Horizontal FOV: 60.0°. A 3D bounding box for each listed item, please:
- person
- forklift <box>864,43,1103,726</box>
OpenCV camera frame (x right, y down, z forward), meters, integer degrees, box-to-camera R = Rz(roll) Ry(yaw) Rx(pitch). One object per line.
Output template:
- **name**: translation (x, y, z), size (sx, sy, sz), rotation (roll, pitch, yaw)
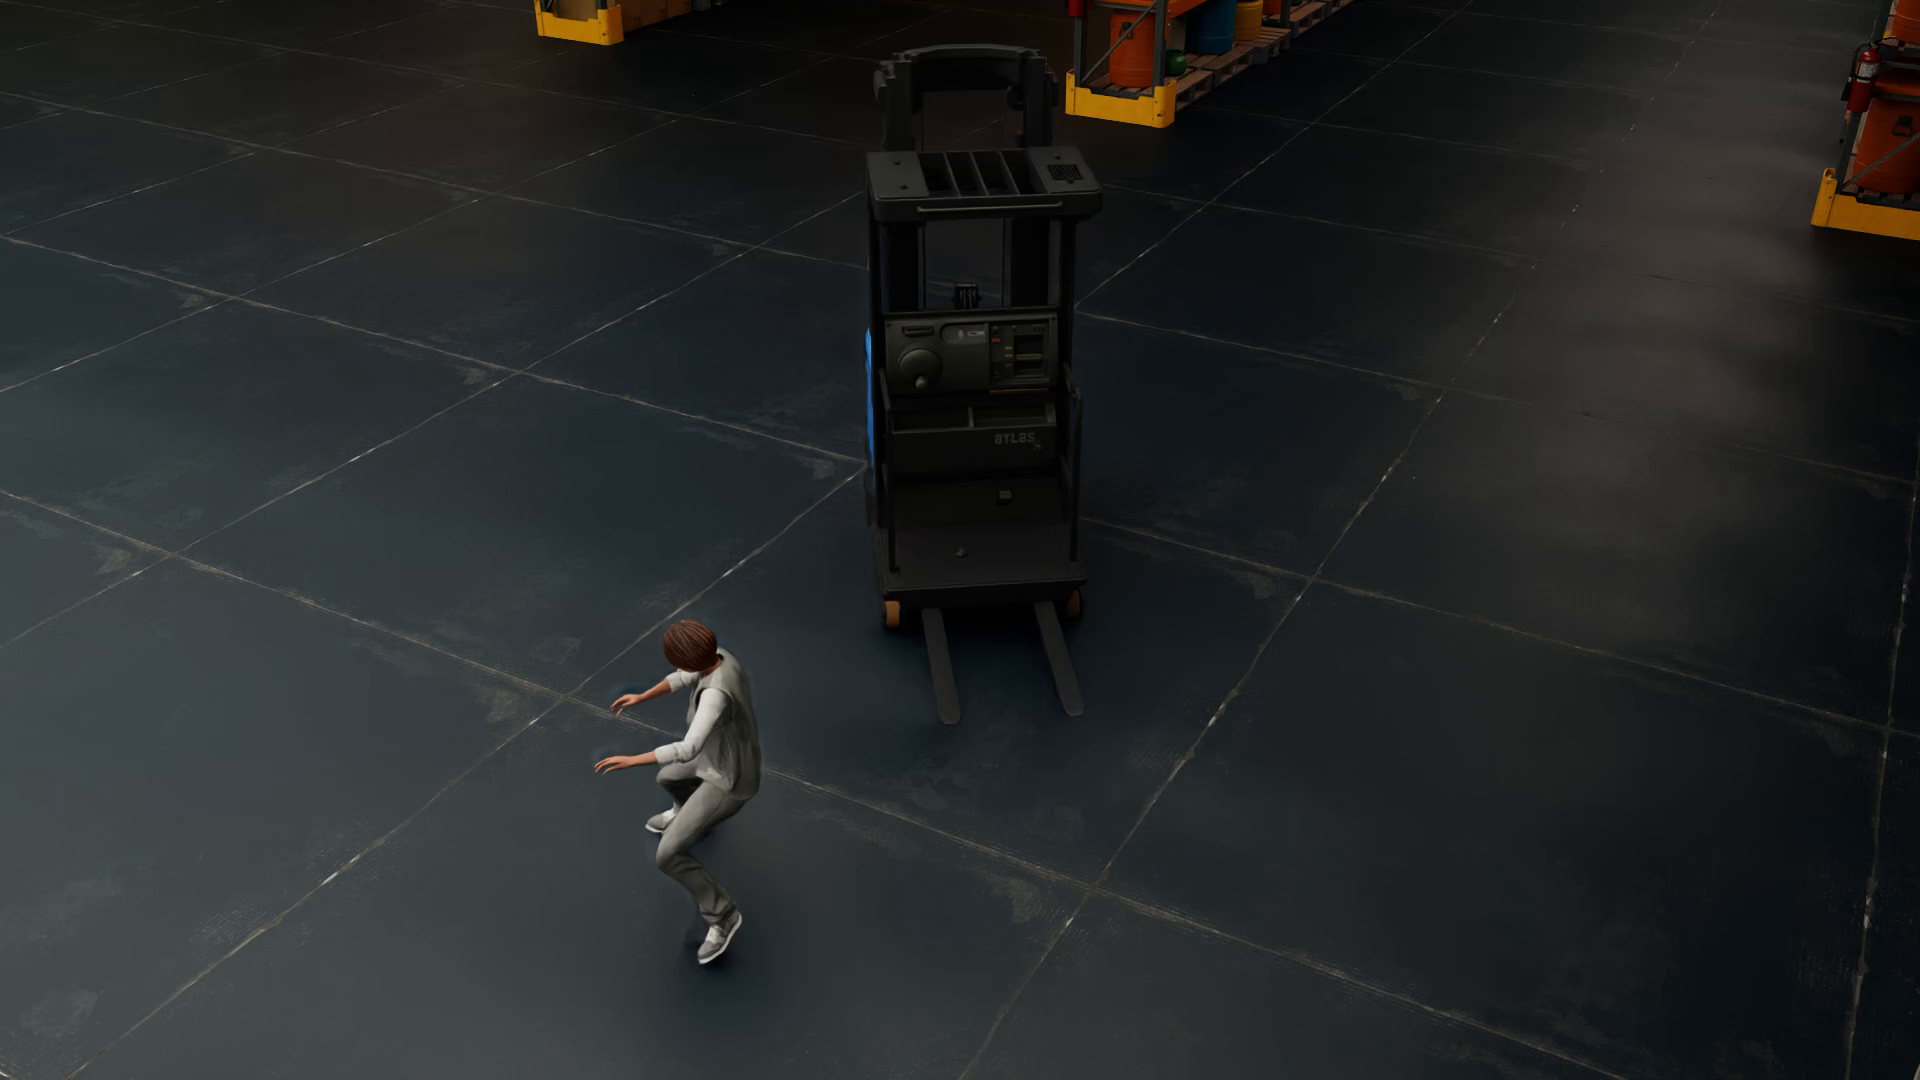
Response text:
- **person**: translation (-1.149, 0.946, 6.983), size (0.618, 1.379, 0.997), rotation (-2, 30, -3)
- **forklift**: translation (0.091, -0.956, 8.727), size (1.130, 2.935, 3.031), rotation (-3, 30, -6)
